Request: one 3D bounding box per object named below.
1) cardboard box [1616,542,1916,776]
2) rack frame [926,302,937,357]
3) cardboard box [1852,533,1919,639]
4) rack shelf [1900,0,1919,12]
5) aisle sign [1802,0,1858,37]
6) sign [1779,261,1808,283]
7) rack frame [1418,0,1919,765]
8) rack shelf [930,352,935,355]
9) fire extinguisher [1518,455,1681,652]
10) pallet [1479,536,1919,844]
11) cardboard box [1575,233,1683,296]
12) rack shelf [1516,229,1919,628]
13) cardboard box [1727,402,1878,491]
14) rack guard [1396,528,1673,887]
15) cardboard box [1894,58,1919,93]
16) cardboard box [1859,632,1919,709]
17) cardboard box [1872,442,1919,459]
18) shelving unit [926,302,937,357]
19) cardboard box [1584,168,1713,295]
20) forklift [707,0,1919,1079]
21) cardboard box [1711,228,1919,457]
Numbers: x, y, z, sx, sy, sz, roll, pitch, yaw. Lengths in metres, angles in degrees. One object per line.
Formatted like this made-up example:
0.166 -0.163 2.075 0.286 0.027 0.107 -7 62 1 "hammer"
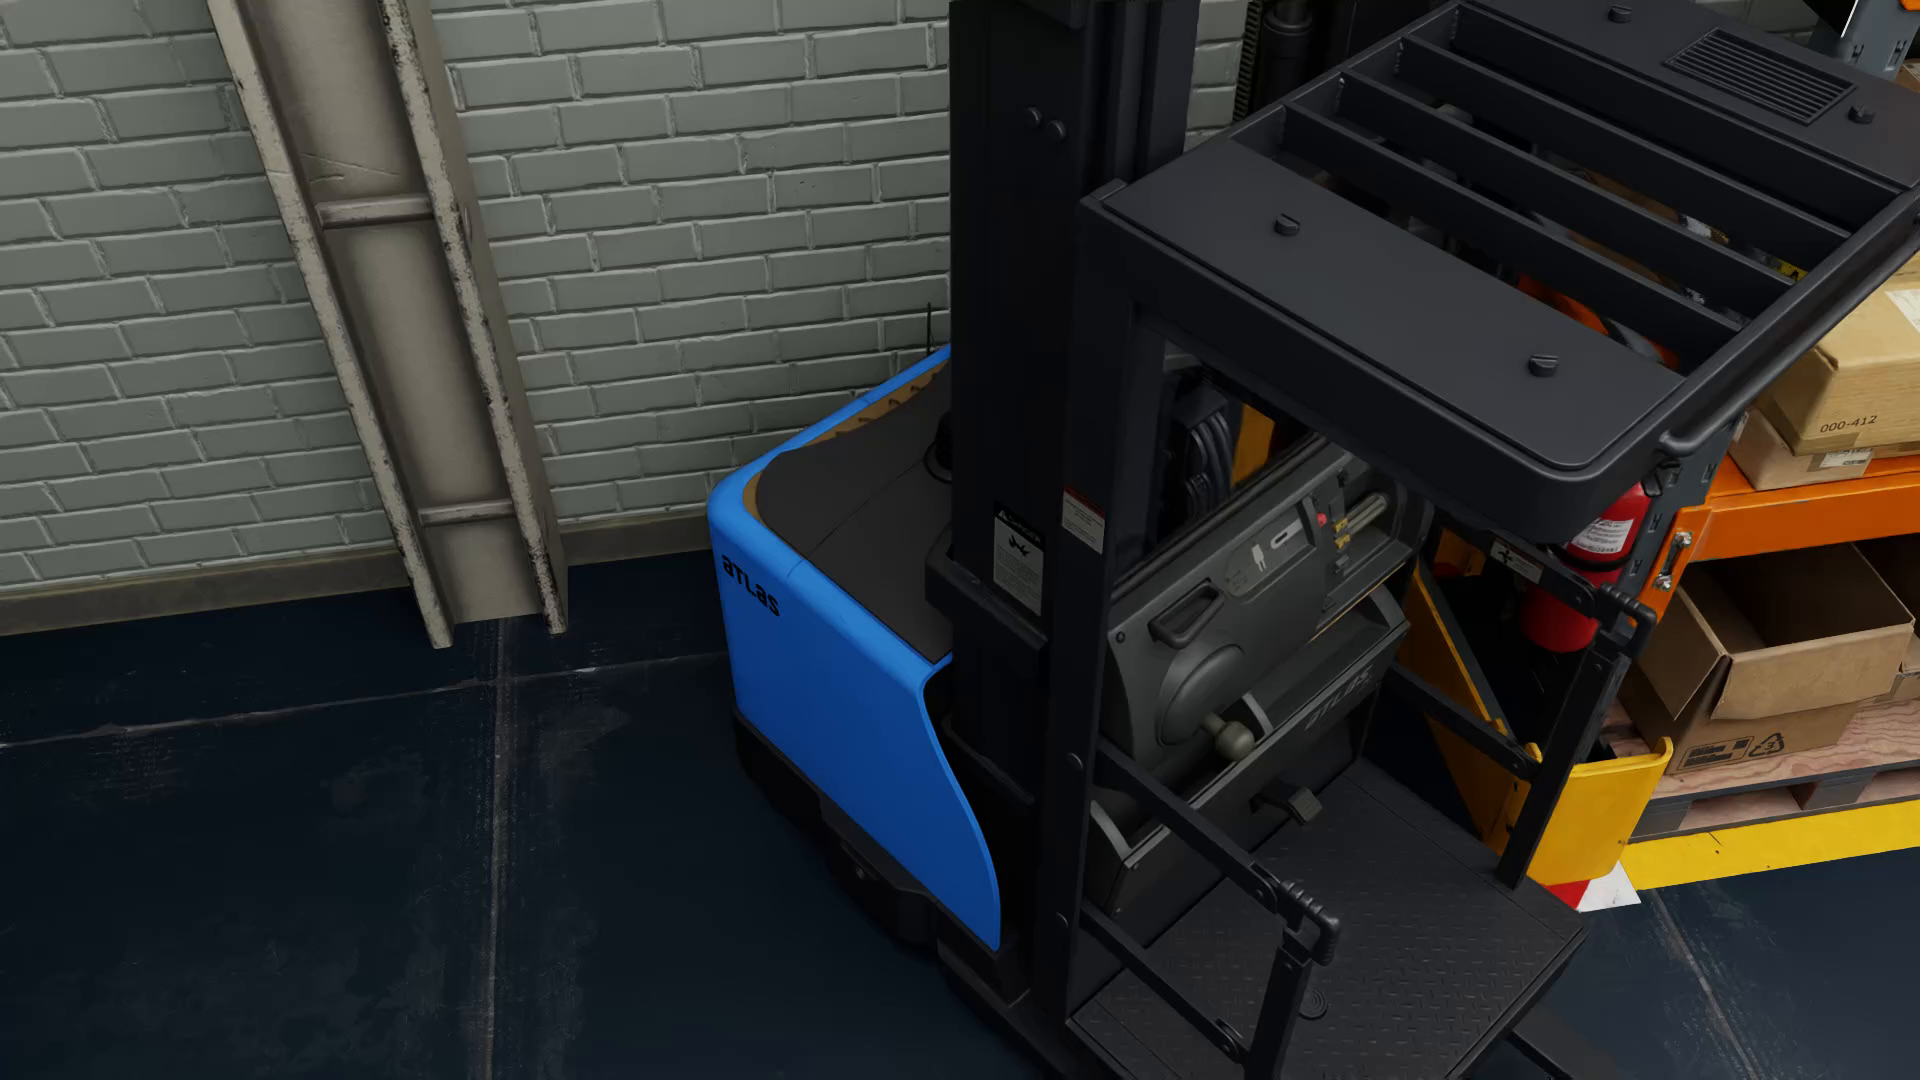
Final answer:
2.031 0.170 4.445 0.637 0.503 0.797 -9 47 -8 "cardboard box"
-0.082 -0.263 4.869 0.006 0.900 0.240 -5 46 -8 "rack frame"
2.880 0.094 4.521 0.500 0.500 0.700 -5 46 -5 "cardboard box"
3.383 -1.579 3.105 4.000 0.370 1.077 -7 46 -7 "rack shelf"
1.395 -1.228 2.545 0.004 0.787 0.394 -7 46 -7 "aisle sign"
1.505 -0.458 3.007 0.005 0.325 0.100 -7 46 -7 "sign"
1.412 -0.543 3.690 0.127 3.000 1.000 -7 46 -7 "rack frame"
0.026 -0.438 4.714 0.200 0.077 0.258 -5 46 -8 "rack shelf"
1.346 -0.040 3.519 0.183 0.674 0.296 -7 46 -7 "fire extinguisher"
2.273 0.317 4.798 1.213 0.211 1.003 -7 46 -7 "pallet"
1.693 -0.687 4.003 0.250 0.149 0.380 -8 47 -7 "cardboard box"
3.383 -0.539 4.186 4.000 0.370 1.077 -7 46 -7 "rack shelf"
1.783 -0.301 3.632 0.250 0.149 0.380 -7 47 -7 "cardboard box"
1.487 0.315 4.599 0.348 0.500 1.175 -7 46 -7 "rack guard"
2.329 -0.901 3.933 0.500 0.250 0.500 -7 46 -7 "cardboard box"
2.457 0.268 4.597 0.250 0.149 0.380 -9 47 -8 "cardboard box"
2.026 -0.365 3.693 0.250 0.149 0.380 -6 46 -6 "cardboard box"
0.018 -0.273 4.883 0.210 0.900 0.258 -5 46 -8 "shelving unit"
1.820 -0.839 3.873 0.500 0.250 0.500 -6 46 -6 "cardboard box"
0.764 0.149 3.071 1.130 2.935 3.031 -34 55 -28 "forklift"
1.905 -0.458 3.506 0.500 0.250 0.500 -7 46 -7 "cardboard box"
